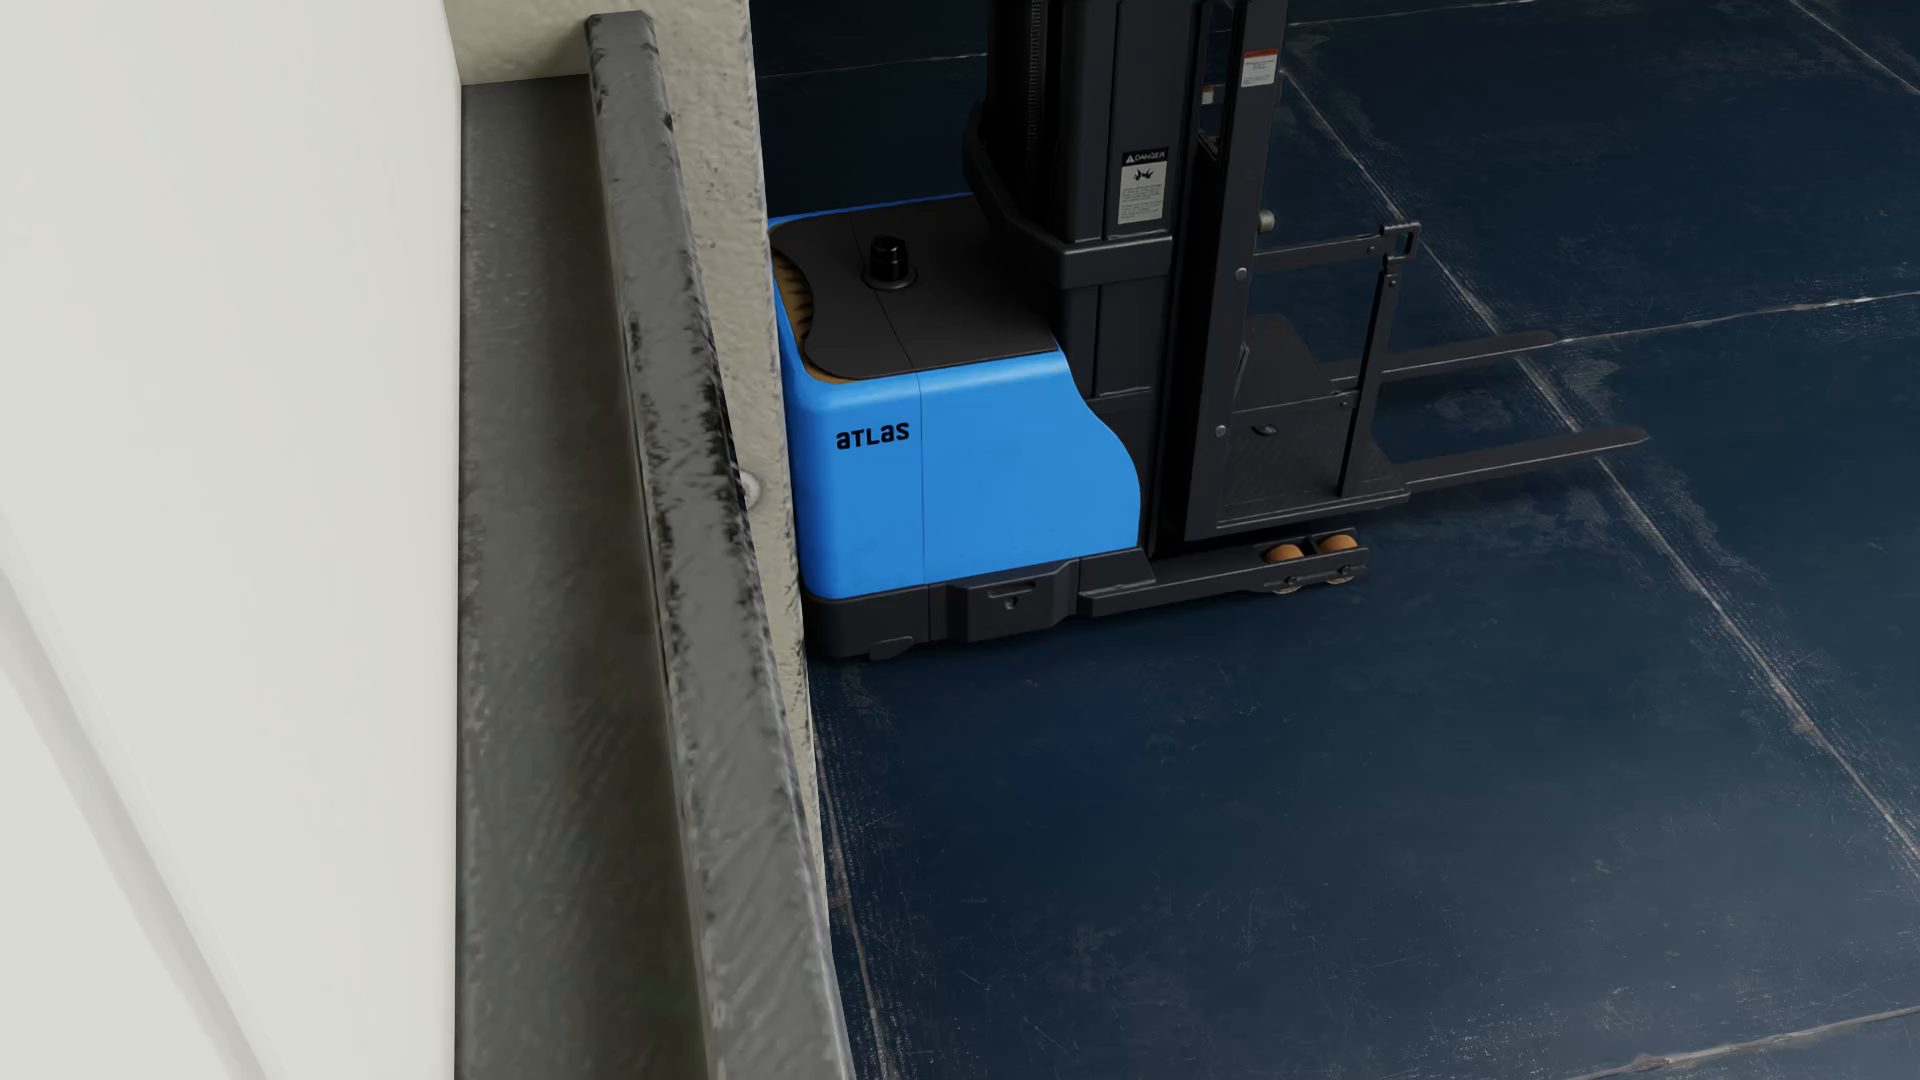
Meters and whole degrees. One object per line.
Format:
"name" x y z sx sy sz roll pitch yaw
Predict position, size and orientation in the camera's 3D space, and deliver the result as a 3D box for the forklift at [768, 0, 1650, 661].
"forklift" 0.868 -1.247 4.947 3.031 2.935 1.130 -10 43 -11
